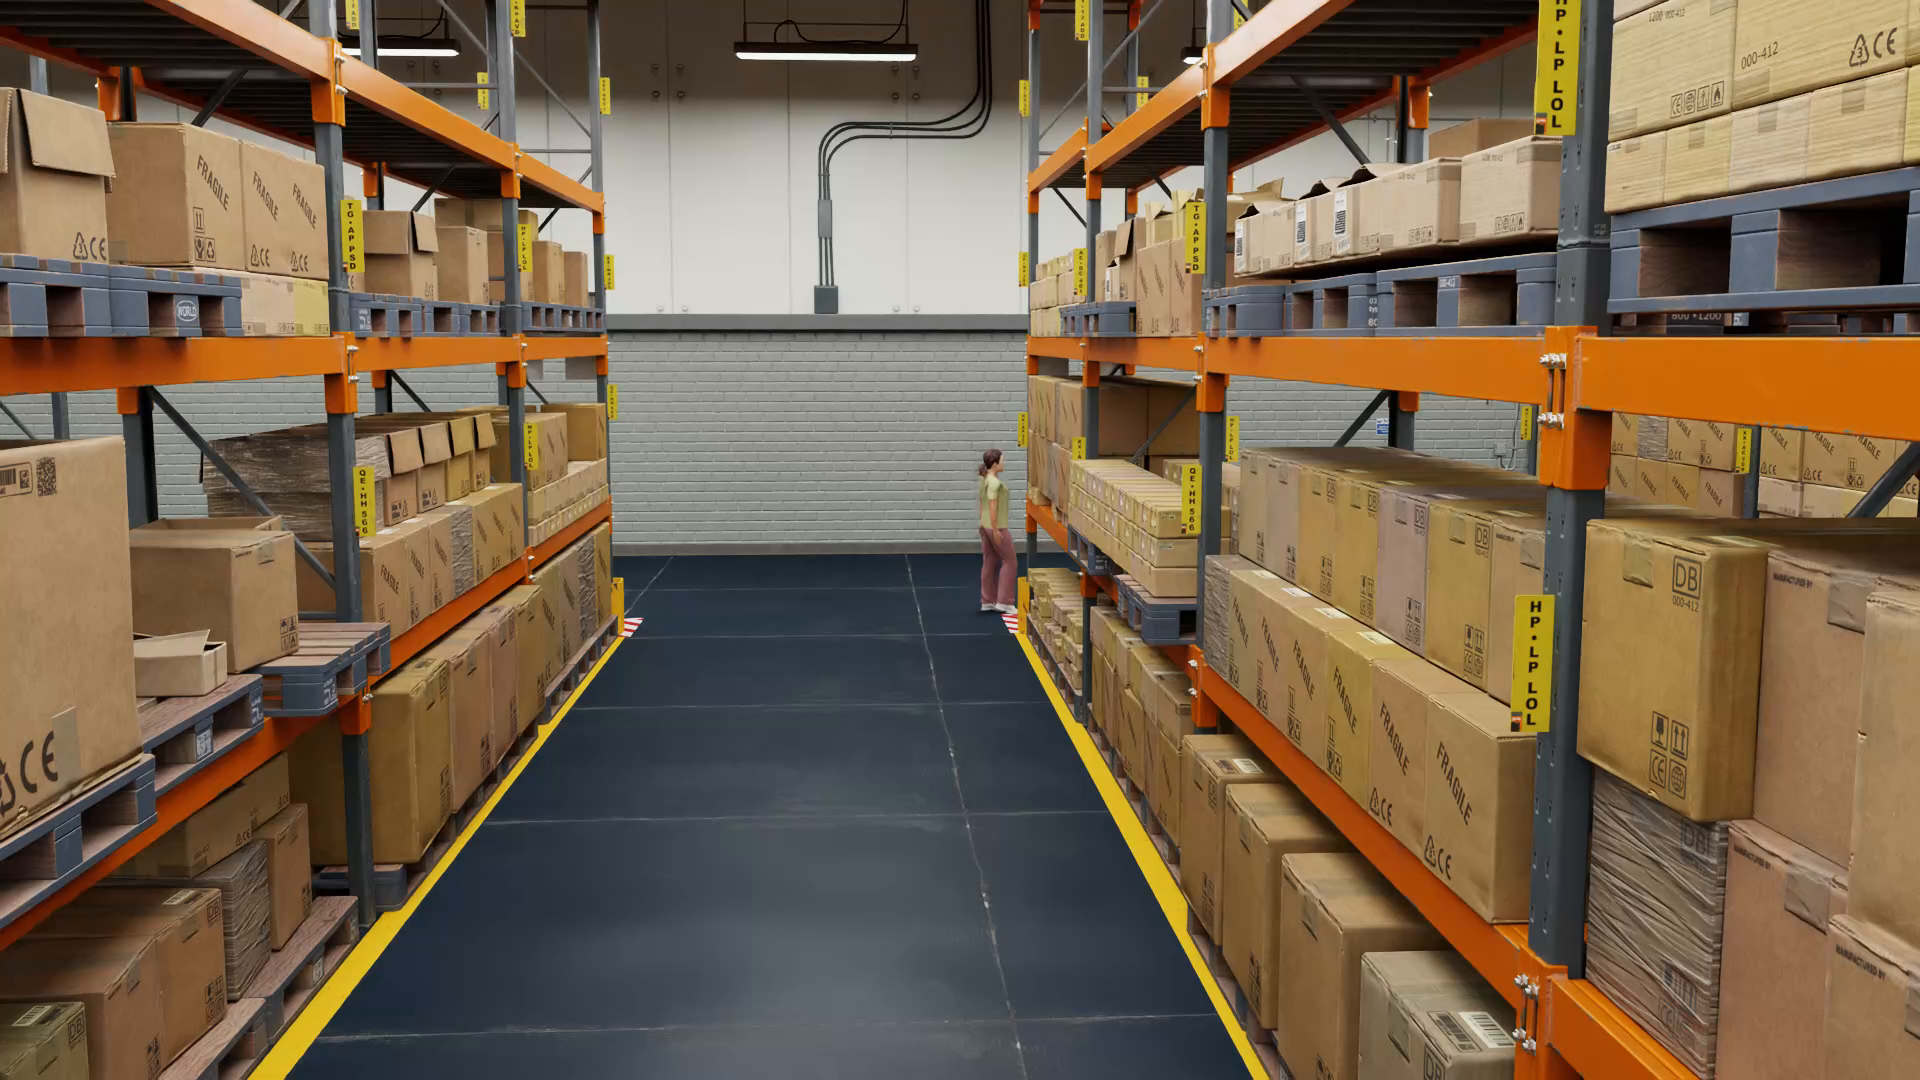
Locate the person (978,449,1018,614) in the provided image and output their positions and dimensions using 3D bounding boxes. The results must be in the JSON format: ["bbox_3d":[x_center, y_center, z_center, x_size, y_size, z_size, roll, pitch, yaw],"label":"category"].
[{"bbox_3d":[0.388,-0.088,17.046,0.447,1.699,0.455,-2,7,-19],"label":"person"}]
